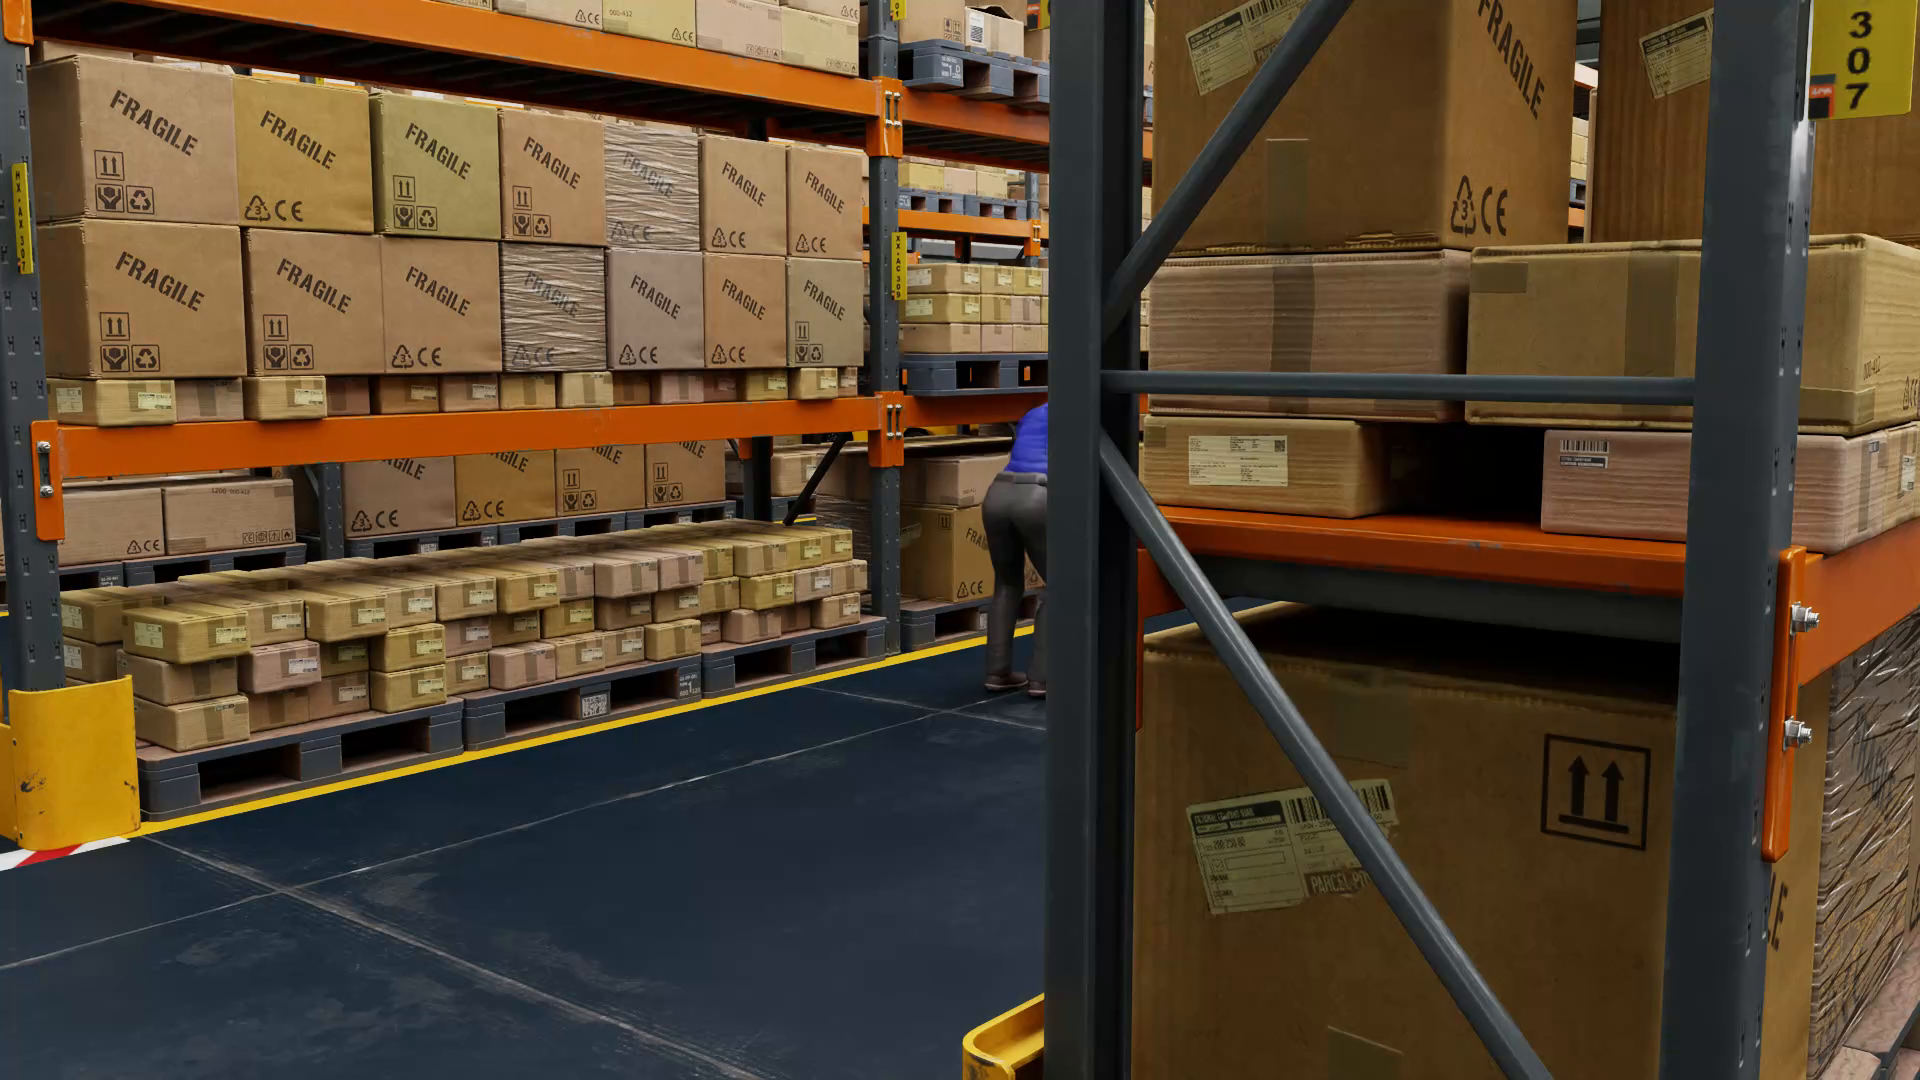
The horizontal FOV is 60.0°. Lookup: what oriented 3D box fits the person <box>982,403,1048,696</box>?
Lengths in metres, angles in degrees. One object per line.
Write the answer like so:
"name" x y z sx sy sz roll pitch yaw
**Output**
"person" 0.394 -0.043 7.562 0.411 1.445 0.709 5 8 35
